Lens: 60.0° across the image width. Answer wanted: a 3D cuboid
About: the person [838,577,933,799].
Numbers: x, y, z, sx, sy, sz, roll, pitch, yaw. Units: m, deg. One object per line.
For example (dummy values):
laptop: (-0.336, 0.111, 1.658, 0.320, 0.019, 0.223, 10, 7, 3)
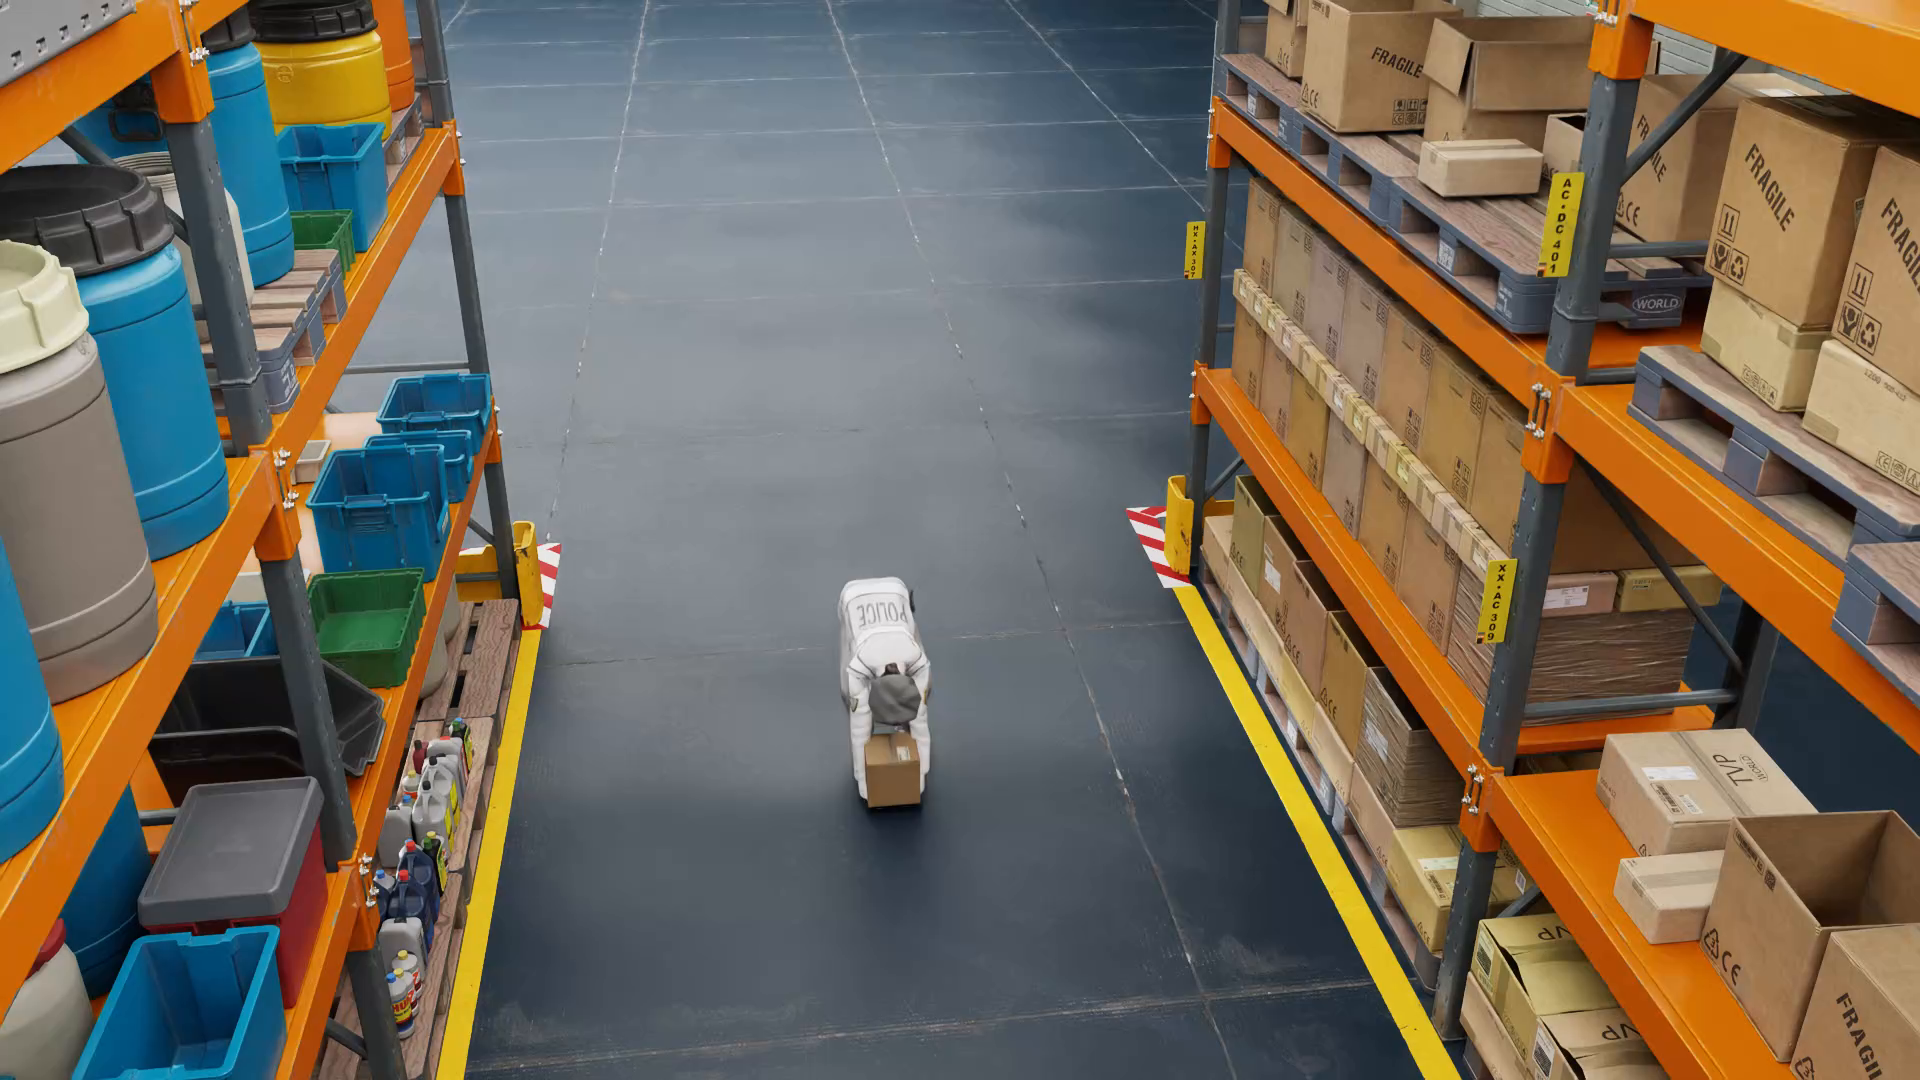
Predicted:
person: (-0.354, 0.710, 8.088, 0.455, 0.889, 0.880, -5, 28, -10)
